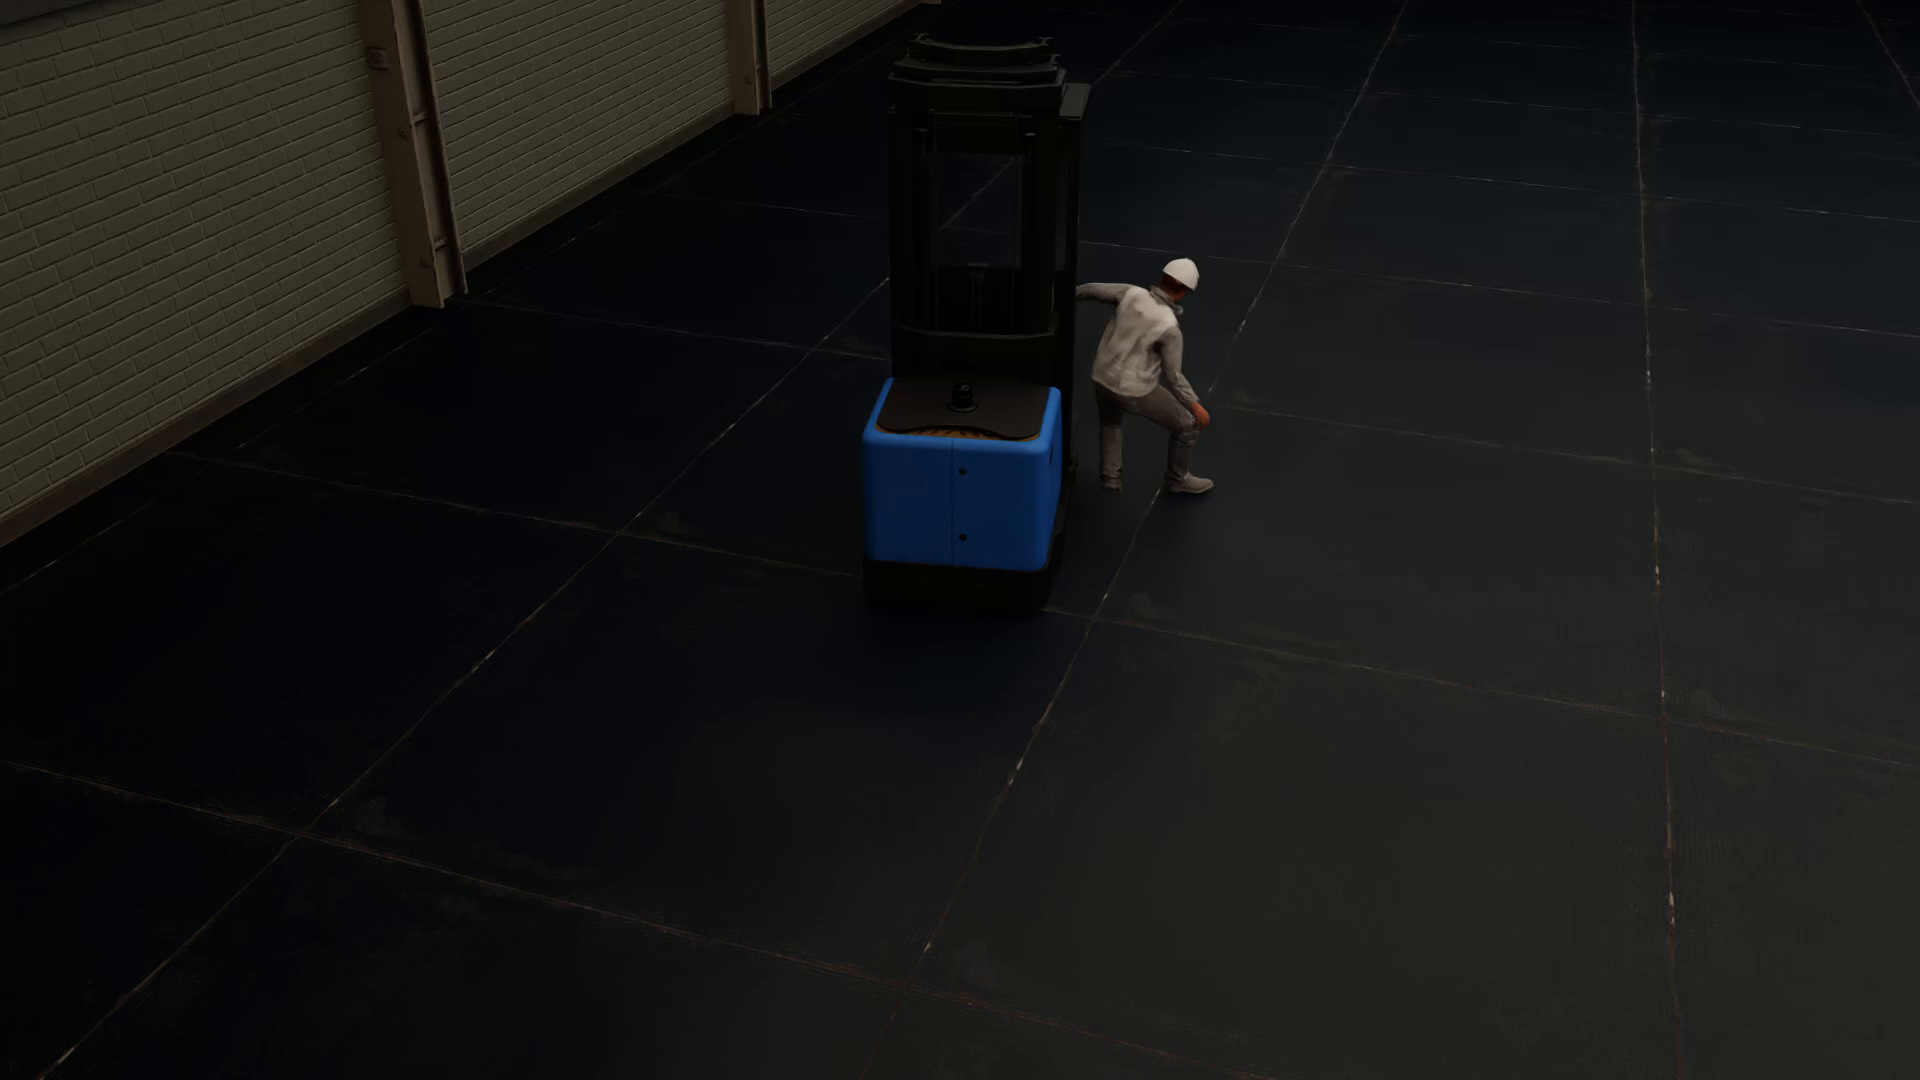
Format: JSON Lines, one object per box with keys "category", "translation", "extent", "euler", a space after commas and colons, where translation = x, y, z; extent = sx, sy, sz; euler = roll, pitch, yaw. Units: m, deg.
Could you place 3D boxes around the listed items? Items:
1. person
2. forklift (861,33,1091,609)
{"category": "person", "translation": [1.073, -1.024, 10.329], "extent": [0.702, 1.559, 1.160], "euler": [-22, 36, -33]}
{"category": "forklift", "translation": [0.171, -1.597, 9.938], "extent": [1.130, 2.935, 3.031], "euler": [4, 30, 7]}
